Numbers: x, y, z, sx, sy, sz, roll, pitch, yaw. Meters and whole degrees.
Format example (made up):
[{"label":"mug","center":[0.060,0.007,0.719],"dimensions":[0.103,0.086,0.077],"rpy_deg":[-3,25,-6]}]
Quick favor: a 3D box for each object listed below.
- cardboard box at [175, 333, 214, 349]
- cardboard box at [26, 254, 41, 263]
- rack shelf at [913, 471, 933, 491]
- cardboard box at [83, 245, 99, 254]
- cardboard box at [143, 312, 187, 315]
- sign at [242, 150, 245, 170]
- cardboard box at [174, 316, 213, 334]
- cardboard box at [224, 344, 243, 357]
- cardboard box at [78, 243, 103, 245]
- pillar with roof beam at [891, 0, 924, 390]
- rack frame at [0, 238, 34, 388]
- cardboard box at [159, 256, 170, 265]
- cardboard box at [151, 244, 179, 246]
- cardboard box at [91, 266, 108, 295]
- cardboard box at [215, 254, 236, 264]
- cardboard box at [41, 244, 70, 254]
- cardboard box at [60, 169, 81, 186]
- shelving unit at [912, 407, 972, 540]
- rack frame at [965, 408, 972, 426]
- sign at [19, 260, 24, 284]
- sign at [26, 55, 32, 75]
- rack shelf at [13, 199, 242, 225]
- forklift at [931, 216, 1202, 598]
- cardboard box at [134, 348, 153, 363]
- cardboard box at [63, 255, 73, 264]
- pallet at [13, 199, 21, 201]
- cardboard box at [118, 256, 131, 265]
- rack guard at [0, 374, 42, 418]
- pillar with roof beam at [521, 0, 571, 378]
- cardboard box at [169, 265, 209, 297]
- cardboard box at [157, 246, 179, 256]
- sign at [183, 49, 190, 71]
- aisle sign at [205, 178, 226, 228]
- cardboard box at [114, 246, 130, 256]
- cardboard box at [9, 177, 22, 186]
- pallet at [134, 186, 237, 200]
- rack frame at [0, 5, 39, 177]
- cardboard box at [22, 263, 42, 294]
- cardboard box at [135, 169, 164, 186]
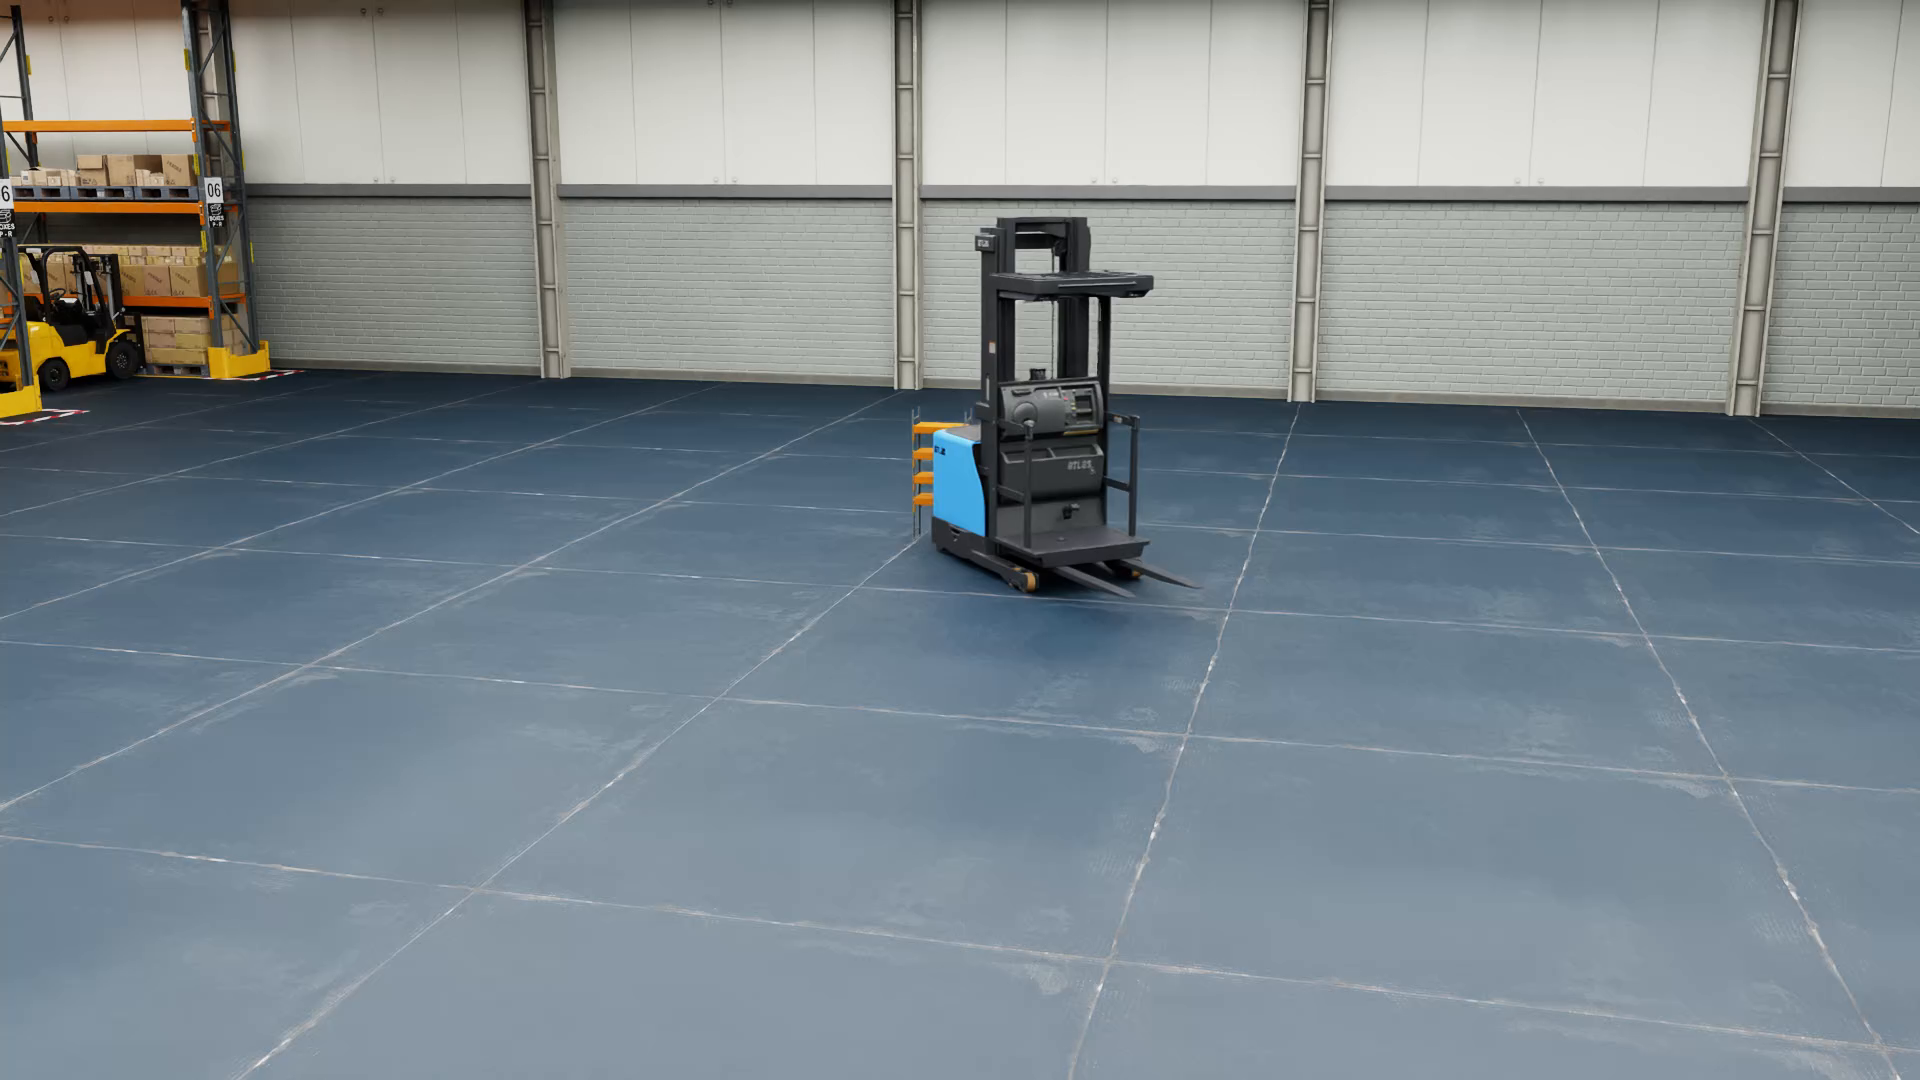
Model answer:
[{"label":"cardboard box","center":[-12.535,-3.291,27.366],"dimensions":[0.500,0.250,0.500],"rpy_deg":[3,13,13]},{"label":"cardboard box","center":[-15.373,-4.713,27.822],"dimensions":[0.250,0.149,0.380],"rpy_deg":[3,13,15]},{"label":"rack shelf","center":[-0.162,-0.530,15.159],"dimensions":[0.480,0.148,0.258],"rpy_deg":[3,13,13]},{"label":"cardboard box","center":[-14.363,-4.814,27.591],"dimensions":[0.250,0.149,0.380],"rpy_deg":[3,13,13]},{"label":"cardboard box","center":[-13.378,-3.694,28.027],"dimensions":[0.500,0.250,0.500],"rpy_deg":[3,13,13]},{"label":"sign","center":[-11.849,-6.271,27.447],"dimensions":[0.005,0.325,0.100],"rpy_deg":[3,13,14]},{"label":"cardboard box","center":[-12.509,-3.534,27.307],"dimensions":[0.500,0.250,0.500],"rpy_deg":[4,13,15]},{"label":"cardboard box","center":[-12.418,-3.154,27.903],"dimensions":[0.500,0.250,0.500],"rpy_deg":[3,13,14]},{"label":"cardboard box","center":[-14.737,-4.958,28.238],"dimensions":[0.250,0.149,0.380],"rpy_deg":[3,13,12]},{"label":"pillar with roof beam","center":[-1.829,-5.851,20.831],"dimensions":[0.400,9.000,9.100],"rpy_deg":[3,13,14]},{"label":"rack frame","center":[-13.173,-3.181,22.645],"dimensions":[0.127,3.000,1.000],"rpy_deg":[3,13,14]},{"label":"cardboard box","center":[-12.884,-4.583,27.235],"dimensions":[0.250,0.149,0.380],"rpy_deg":[3,13,15]},{"label":"cardboard box","center":[-13.267,-4.854,27.770],"dimensions":[0.250,0.149,0.380],"rpy_deg":[3,13,15]},{"label":"cardboard box","center":[-14.018,-4.323,27.563],"dimensions":[0.500,0.500,0.500],"rpy_deg":[3,13,14]},{"label":"cardboard box","center":[-12.255,-4.662,27.595],"dimensions":[0.250,0.149,0.380],"rpy_deg":[3,13,12]},{"label":"cardboard box","center":[-15.107,-4.858,27.790],"dimensions":[0.250,0.149,0.380],"rpy_deg":[3,13,12]},{"label":"cardboard box","center":[-14.503,-5.944,27.285],"dimensions":[0.258,0.266,0.396],"rpy_deg":[3,13,12]},{"label":"shelving unit","center":[-0.162,-0.595,15.145],"dimensions":[0.503,1.200,0.258],"rpy_deg":[3,13,13]},{"label":"rack frame","center":[0.075,-0.583,15.089],"dimensions":[0.015,1.200,0.240],"rpy_deg":[3,13,13]},{"label":"sign","center":[-13.043,-3.718,23.066],"dimensions":[0.005,0.325,0.100],"rpy_deg":[3,13,14]},{"label":"sign","center":[-15.714,-8.010,28.038],"dimensions":[0.005,0.325,0.100],"rpy_deg":[3,13,14]},{"label":"rack shelf","center":[-13.929,-5.442,27.571],"dimensions":[4.000,0.370,1.077],"rpy_deg":[3,13,14]},{"label":"forklift","center":[0.859,-1.118,13.504],"dimensions":[1.130,2.935,3.031],"rpy_deg":[-6,14,-26]},{"label":"cardboard box","center":[-13.483,-3.101,27.664],"dimensions":[0.500,0.250,0.500],"rpy_deg":[3,13,14]},{"label":"cardboard box","center":[-14.637,-4.663,27.597],"dimensions":[0.250,0.149,0.380],"rpy_deg":[3,13,13]},{"label":"pallet","center":[-16.730,-5.846,28.176],"dimensions":[1.217,0.209,0.805],"rpy_deg":[3,13,11]},{"label":"cardboard box","center":[-13.643,-4.611,27.362],"dimensions":[0.250,0.149,0.380],"rpy_deg":[3,13,14]},{"label":"rack guard","center":[-13.247,-1.964,22.934],"dimensions":[0.348,0.500,1.175],"rpy_deg":[3,13,14]},{"label":"pillar with roof beam","center":[-7.654,-6.163,22.234],"dimensions":[0.400,9.000,9.100],"rpy_deg":[3,13,14]},{"label":"cardboard box","center":[-12.528,-4.244,27.206],"dimensions":[0.500,0.500,0.500],"rpy_deg":[3,13,12]},{"label":"cardboard box","center":[-12.893,-4.724,27.185],"dimensions":[0.250,0.149,0.380],"rpy_deg":[3,13,15]},{"label":"sign","center":[-12.131,-7.535,26.080],"dimensions":[0.005,0.325,0.100],"rpy_deg":[3,13,14]},{"label":"aisle sign","center":[-11.994,-5.429,26.775],"dimensions":[0.004,0.787,0.394],"rpy_deg":[3,13,14]},{"label":"cardboard box","center":[-13.649,-4.755,27.325],"dimensions":[0.250,0.149,0.380],"rpy_deg":[3,13,15]},{"label":"cardboard box","center":[-15.508,-5.941,27.539],"dimensions":[0.250,0.149,0.380],"rpy_deg":[3,13,15]},{"label":"pallet","center":[-12.668,-5.688,27.225],"dimensions":[1.213,0.211,1.003],"rpy_deg":[3,13,14]},{"label":"rack frame","center":[-15.871,-7.361,27.636],"dimensions":[0.127,3.000,1.000],"rpy_deg":[3,13,14]},{"label":"cardboard box","center":[-15.503,-4.403,27.924],"dimensions":[0.500,0.500,0.500],"rpy_deg":[3,13,12]},{"label":"cardboard box","center":[-13.111,-5.870,26.949],"dimensions":[0.258,0.266,0.396],"rpy_deg":[3,13,14]}]
